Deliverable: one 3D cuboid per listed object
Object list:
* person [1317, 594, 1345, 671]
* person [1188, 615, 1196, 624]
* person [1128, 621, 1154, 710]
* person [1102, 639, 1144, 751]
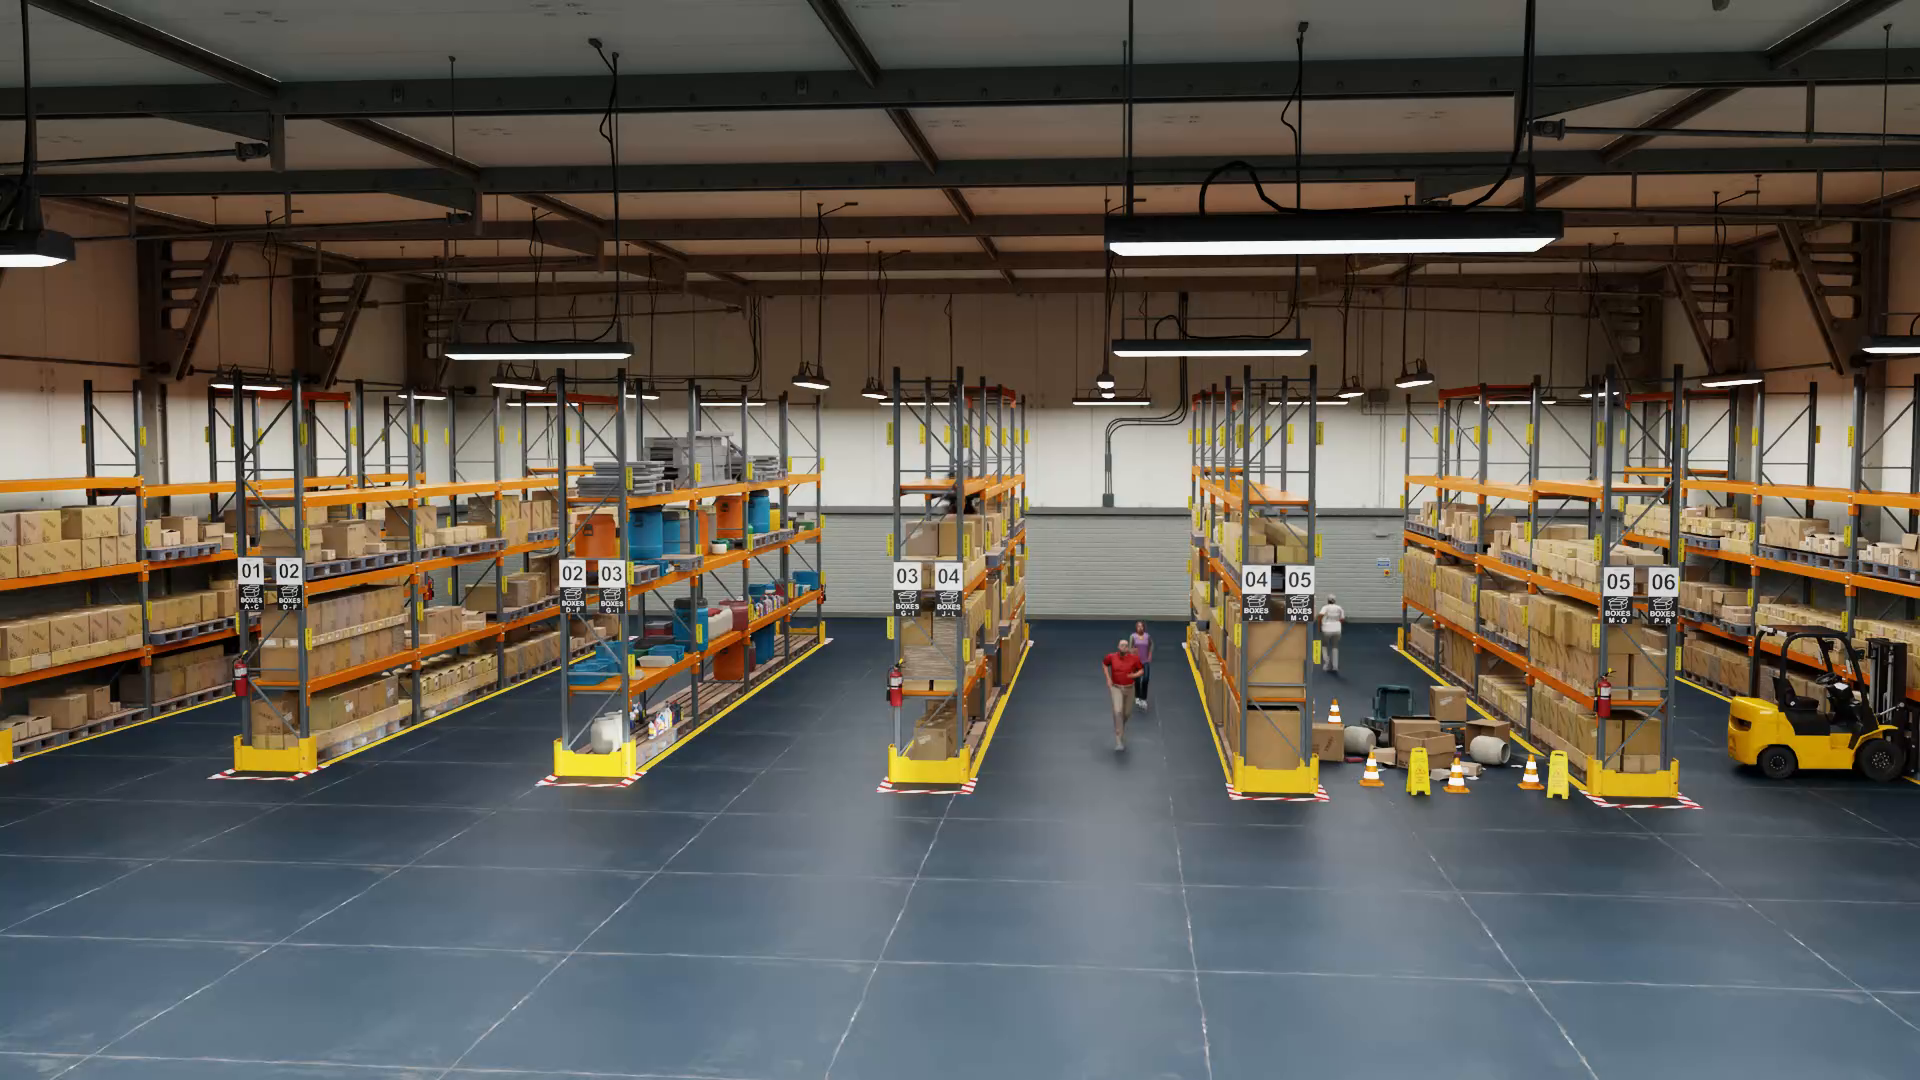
[{"bbox_3d":[7.900,1.981,35.527,0.626,1.662,0.637,0,4,-1],"label":"person"},{"bbox_3d":[5.880,1.689,40.580,0.618,1.626,0.643,1,4,19],"label":"person"},{"bbox_3d":[3.331,2.305,30.643,0.514,1.624,0.653,0,4,3],"label":"person"},{"bbox_3d":[2.657,2.487,26.984,0.626,1.790,1.006,0,4,-7],"label":"person"}]
